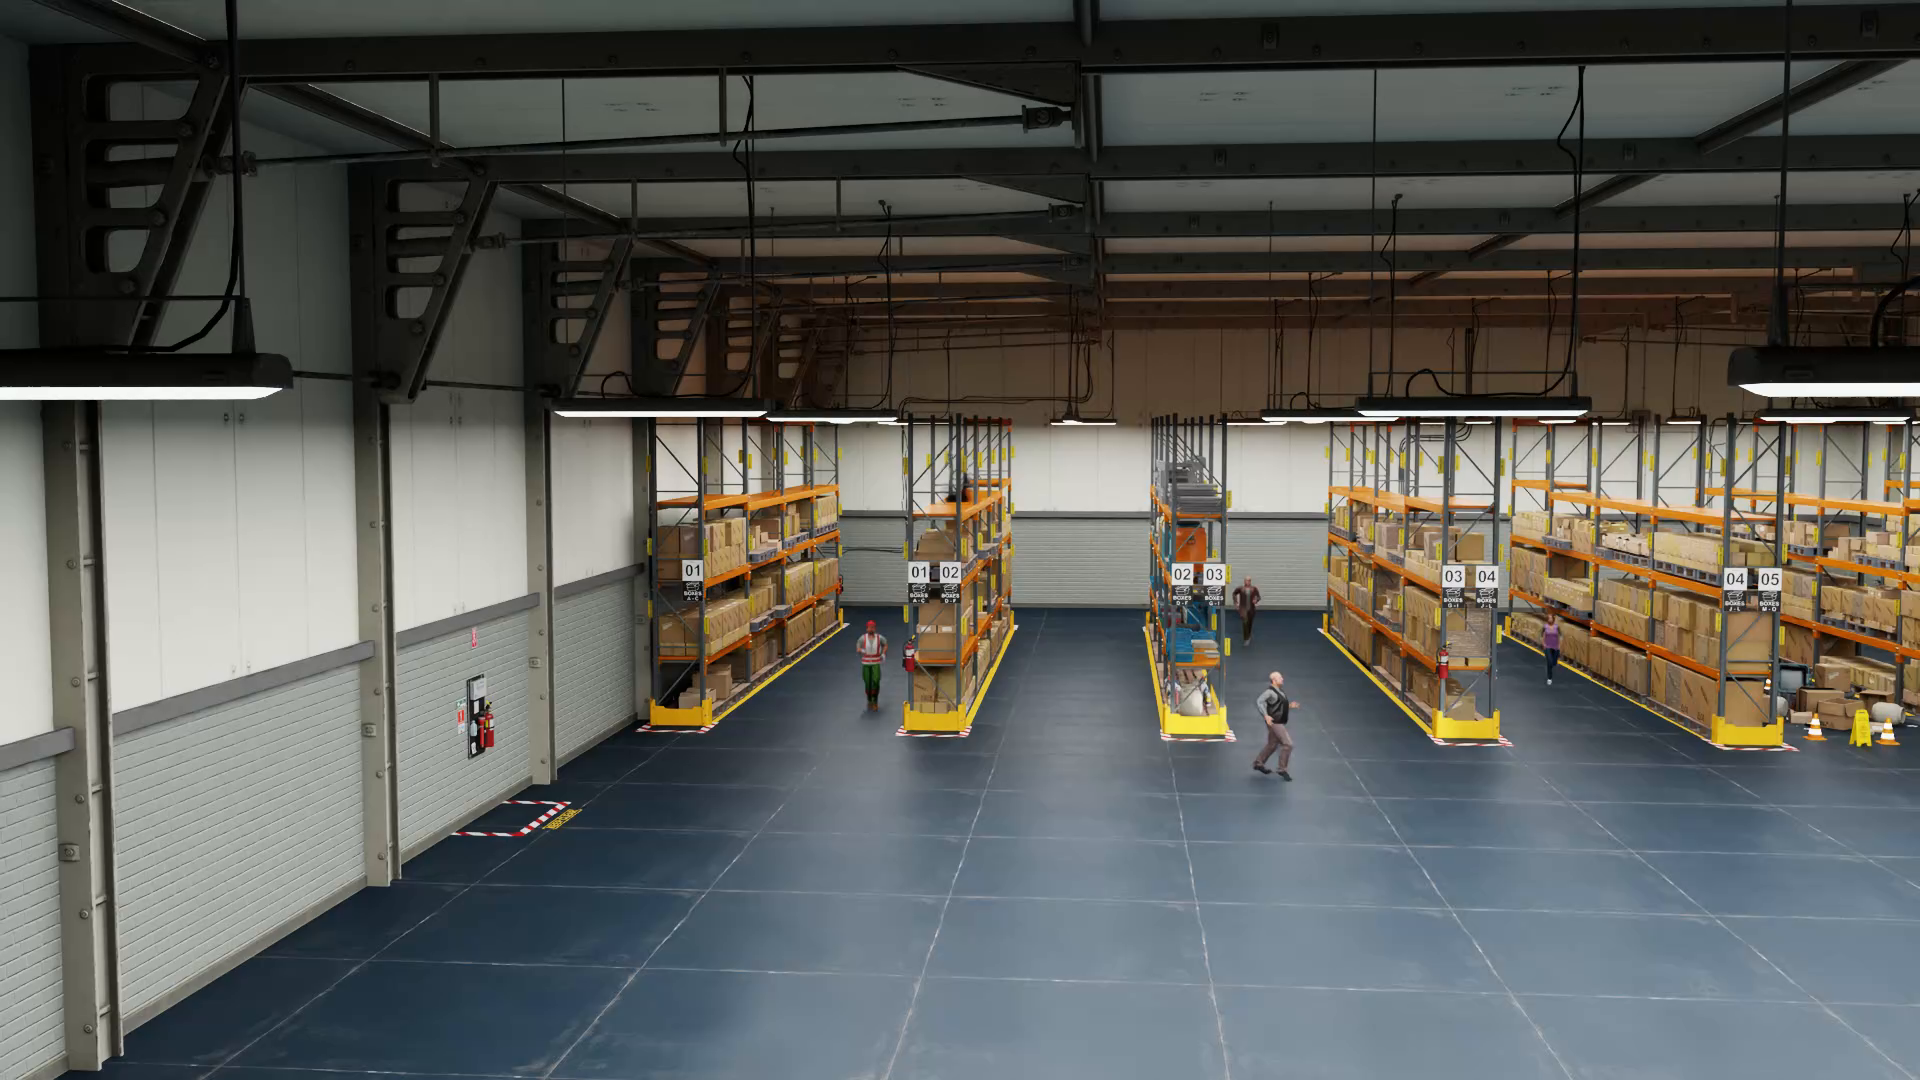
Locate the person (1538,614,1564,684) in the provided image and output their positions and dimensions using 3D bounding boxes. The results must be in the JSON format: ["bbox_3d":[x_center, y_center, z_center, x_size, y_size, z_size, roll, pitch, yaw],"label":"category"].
[{"bbox_3d":[13.282,2.432,37.412,0.546,1.586,0.606,1,4,11],"label":"person"}]

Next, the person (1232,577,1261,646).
[{"bbox_3d":[7.603,1.856,44.028,0.721,1.789,0.978,0,4,-2],"label":"person"}]

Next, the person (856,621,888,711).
[{"bbox_3d":[-1.797,2.559,33.786,0.630,1.832,0.709,0,4,2],"label":"person"}]

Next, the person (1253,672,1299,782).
[{"bbox_3d":[5.147,3.039,27.107,0.767,1.782,0.625,2,4,23],"label":"person"}]
